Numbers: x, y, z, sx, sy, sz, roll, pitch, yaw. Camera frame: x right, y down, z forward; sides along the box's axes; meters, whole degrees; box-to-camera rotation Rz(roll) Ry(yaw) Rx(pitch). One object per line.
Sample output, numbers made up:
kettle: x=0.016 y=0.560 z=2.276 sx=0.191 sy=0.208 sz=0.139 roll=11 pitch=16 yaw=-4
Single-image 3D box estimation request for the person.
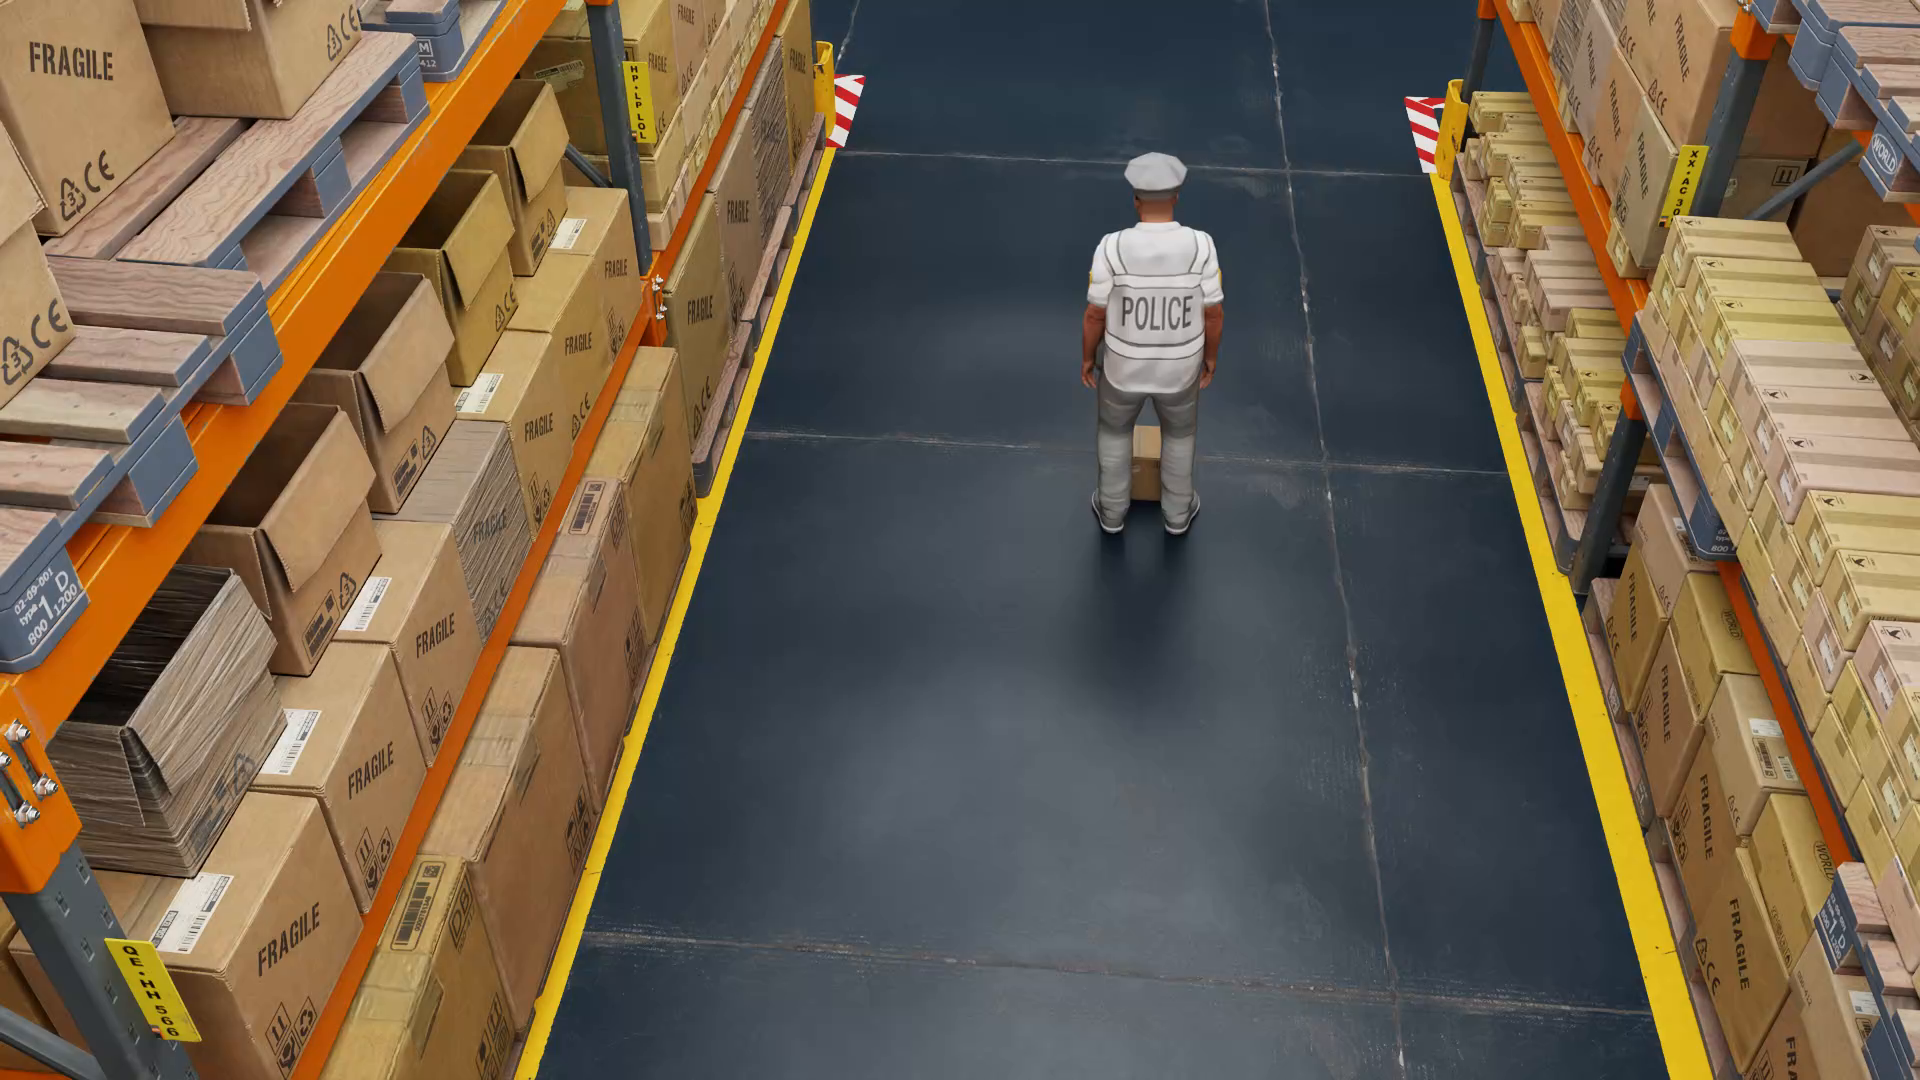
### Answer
person: x=0.808 y=-0.758 z=7.062 sx=0.596 sy=1.745 sz=0.437 roll=1 pitch=40 yaw=1
